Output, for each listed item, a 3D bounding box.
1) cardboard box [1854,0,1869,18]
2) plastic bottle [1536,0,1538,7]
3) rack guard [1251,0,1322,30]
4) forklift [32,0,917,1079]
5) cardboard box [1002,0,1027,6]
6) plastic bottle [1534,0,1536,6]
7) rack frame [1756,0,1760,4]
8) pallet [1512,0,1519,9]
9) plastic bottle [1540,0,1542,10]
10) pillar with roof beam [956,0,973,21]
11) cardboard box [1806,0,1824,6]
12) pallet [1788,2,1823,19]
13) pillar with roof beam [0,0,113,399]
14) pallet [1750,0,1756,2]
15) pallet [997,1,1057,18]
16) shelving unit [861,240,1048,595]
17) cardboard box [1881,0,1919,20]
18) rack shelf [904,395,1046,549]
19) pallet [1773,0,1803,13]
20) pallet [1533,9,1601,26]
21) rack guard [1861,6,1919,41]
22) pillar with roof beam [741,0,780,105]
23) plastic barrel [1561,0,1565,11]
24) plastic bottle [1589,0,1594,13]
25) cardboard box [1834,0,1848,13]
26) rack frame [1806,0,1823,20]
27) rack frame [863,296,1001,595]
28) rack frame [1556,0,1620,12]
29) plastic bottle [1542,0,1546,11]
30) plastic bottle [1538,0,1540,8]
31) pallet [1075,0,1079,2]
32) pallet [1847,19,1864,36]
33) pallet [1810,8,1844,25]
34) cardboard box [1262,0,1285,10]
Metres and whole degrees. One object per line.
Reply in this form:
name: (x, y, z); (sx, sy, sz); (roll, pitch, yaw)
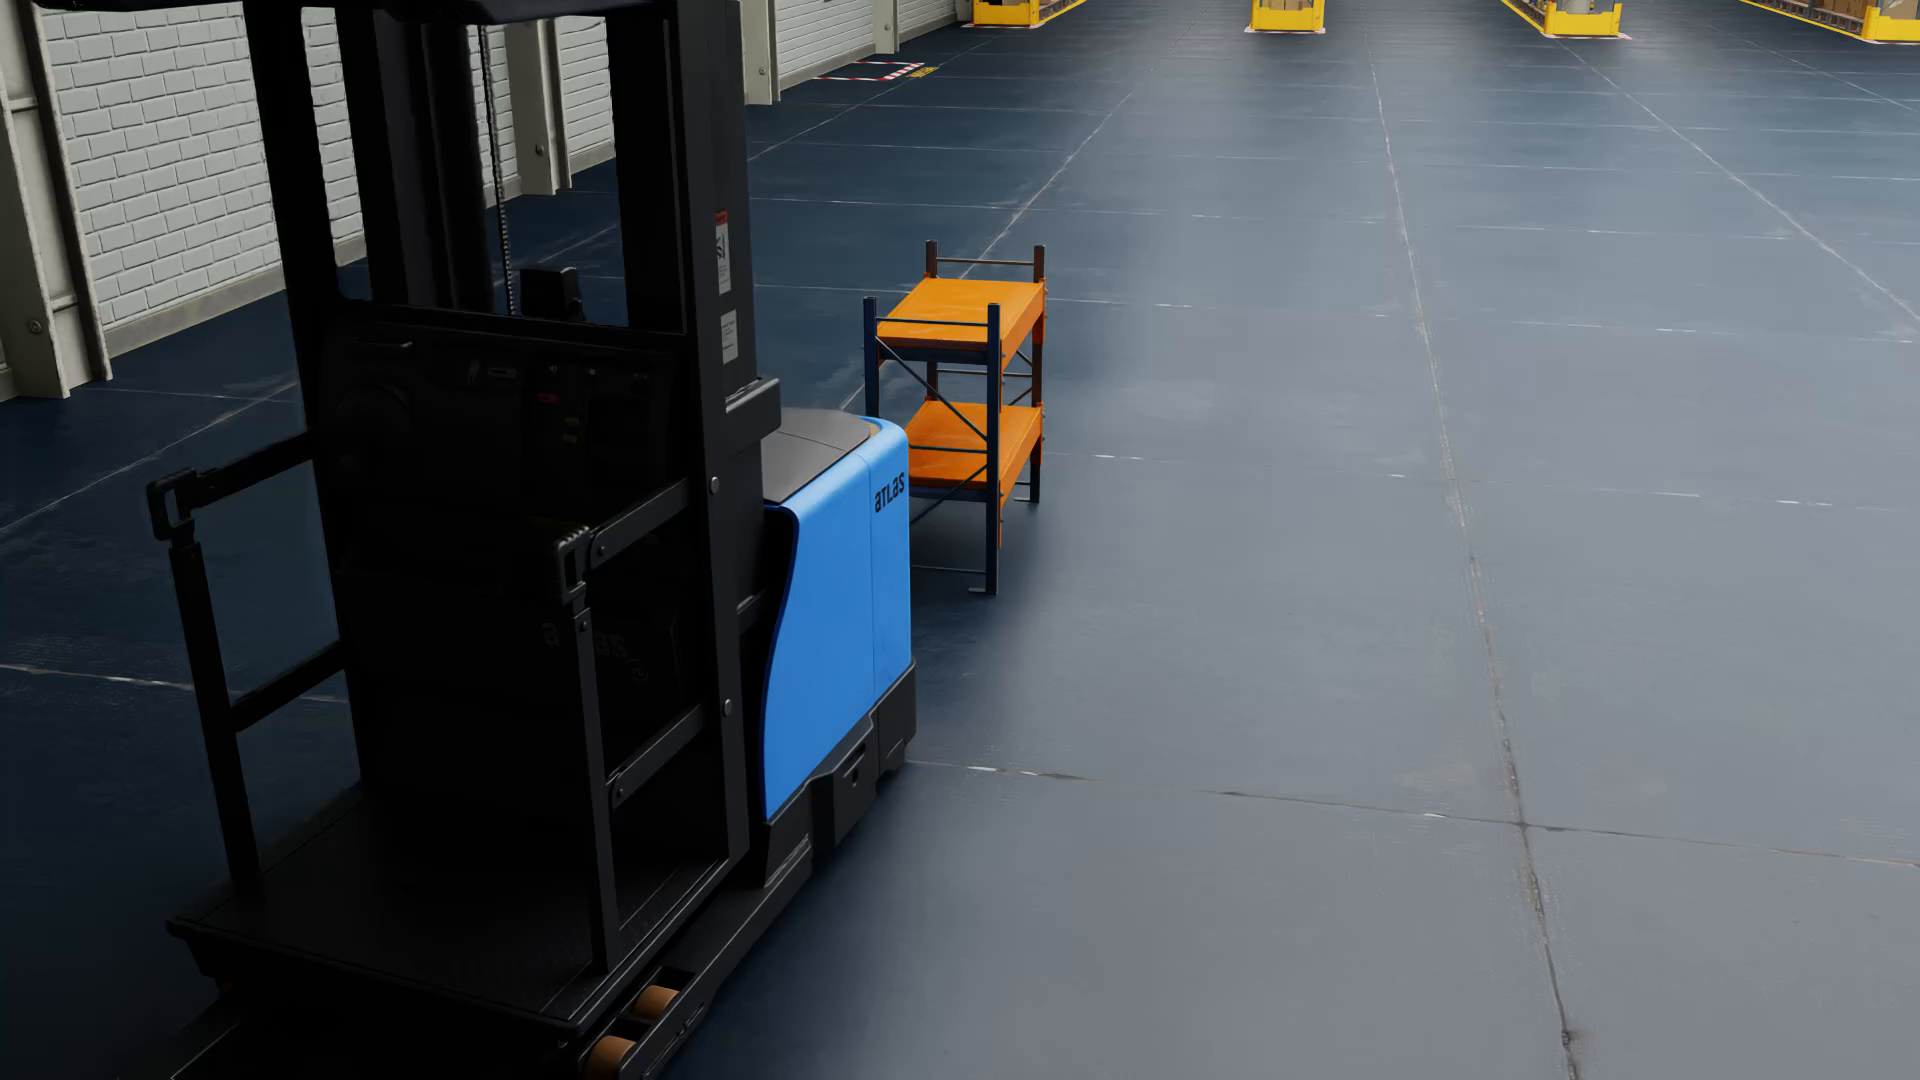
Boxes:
cardboard box: (15.734, -9.247, 28.583); (0.500, 0.500, 0.500); (7, 23, 16)
plastic bottle: (10.639, -9.931, 30.543); (0.061, 0.283, 0.133); (5, 23, 13)
rack guard: (5.653, -9.124, 28.840); (1.175, 0.500, 0.348); (4, 22, 11)
forklift: (-1.132, -0.262, 3.582); (1.130, 2.935, 3.031); (8, 23, 19)
cardboard box: (1.037, -9.872, 30.360); (0.500, 0.311, 0.500); (2, 22, 5)
plastic bottle: (10.752, -10.088, 30.844); (0.144, 0.351, 0.185); (5, 22, 12)
rack frame: (16.988, -12.462, 33.781); (1.000, 3.000, 0.127); (4, 22, 11)
pallet: (11.692, -10.821, 33.439); (1.003, 0.211, 1.213); (4, 22, 11)
plastic bottle: (10.559, -9.700, 29.981); (0.152, 0.276, 0.135); (4, 22, 9)
pillar with roof beam: (4.318, -13.445, 28.193); (9.100, 9.000, 0.400); (4, 22, 11)
cardboard box: (16.318, -10.266, 31.087); (0.700, 0.500, 0.500); (3, 22, 7)
pallet: (16.329, -9.990, 31.377); (1.003, 0.211, 1.213); (4, 22, 11)
pillar with roof beam: (-0.579, -4.668, 6.399); (9.100, 9.000, 0.400); (4, 22, 11)
pallet: (17.222, -11.451, 35.003); (1.003, 0.211, 1.213); (4, 22, 11)
pallet: (1.275, -10.142, 31.754); (1.003, 0.211, 1.213); (4, 22, 11)
shelving unit: (0.001, -0.524, 6.650); (0.538, 1.125, 1.048); (4, 22, 11)
cardboard box: (15.499, -8.798, 27.469); (0.500, 0.500, 0.500); (9, 24, 21)
rack shelf: (0.001, -0.297, 6.741); (0.538, 0.278, 1.000); (4, 22, 11)
pallet: (16.576, -10.438, 32.488); (1.003, 0.211, 1.213); (4, 22, 11)
pallet: (10.898, -9.393, 29.894); (1.003, 0.211, 1.213); (4, 22, 11)
rack guard: (15.371, -8.404, 27.052); (1.175, 0.500, 0.348); (4, 22, 11)
pillar with roof beam: (1.870, -9.057, 17.296); (9.100, 9.000, 0.400); (4, 22, 11)
plastic barrel: (10.668, -9.384, 28.907); (0.421, 0.512, 0.421); (0, 22, 0)
plastic bottle: (11.182, -9.491, 29.469); (0.097, 0.271, 0.097); (0, 22, 0)
cardboard box: (15.941, -9.681, 29.660); (0.500, 0.500, 0.500); (12, 25, 28)
rack frame: (16.172, -10.999, 30.149); (1.000, 3.000, 0.127); (4, 22, 11)
rack frame: (-0.102, -0.338, 6.188); (0.500, 1.125, 0.032); (4, 22, 11)
rack frame: (10.507, -9.914, 27.454); (1.000, 3.000, 0.127); (4, 22, 11)
plastic bottle: (10.458, -9.607, 29.739); (0.061, 0.283, 0.133); (5, 22, 12)
plastic bottle: (10.627, -9.864, 30.287); (0.144, 0.351, 0.185); (4, 22, 10)
pallet: (2.028, -11.571, 35.301); (1.003, 0.211, 1.213); (4, 22, 11)
pallet: (15.571, -8.565, 27.837); (1.003, 0.211, 1.213); (4, 22, 11)
pallet: (16.069, -9.457, 30.053); (1.003, 0.211, 1.213); (4, 22, 11)
cardboard box: (5.478, -9.431, 29.373); (0.500, 0.250, 0.500); (4, 22, 11)
